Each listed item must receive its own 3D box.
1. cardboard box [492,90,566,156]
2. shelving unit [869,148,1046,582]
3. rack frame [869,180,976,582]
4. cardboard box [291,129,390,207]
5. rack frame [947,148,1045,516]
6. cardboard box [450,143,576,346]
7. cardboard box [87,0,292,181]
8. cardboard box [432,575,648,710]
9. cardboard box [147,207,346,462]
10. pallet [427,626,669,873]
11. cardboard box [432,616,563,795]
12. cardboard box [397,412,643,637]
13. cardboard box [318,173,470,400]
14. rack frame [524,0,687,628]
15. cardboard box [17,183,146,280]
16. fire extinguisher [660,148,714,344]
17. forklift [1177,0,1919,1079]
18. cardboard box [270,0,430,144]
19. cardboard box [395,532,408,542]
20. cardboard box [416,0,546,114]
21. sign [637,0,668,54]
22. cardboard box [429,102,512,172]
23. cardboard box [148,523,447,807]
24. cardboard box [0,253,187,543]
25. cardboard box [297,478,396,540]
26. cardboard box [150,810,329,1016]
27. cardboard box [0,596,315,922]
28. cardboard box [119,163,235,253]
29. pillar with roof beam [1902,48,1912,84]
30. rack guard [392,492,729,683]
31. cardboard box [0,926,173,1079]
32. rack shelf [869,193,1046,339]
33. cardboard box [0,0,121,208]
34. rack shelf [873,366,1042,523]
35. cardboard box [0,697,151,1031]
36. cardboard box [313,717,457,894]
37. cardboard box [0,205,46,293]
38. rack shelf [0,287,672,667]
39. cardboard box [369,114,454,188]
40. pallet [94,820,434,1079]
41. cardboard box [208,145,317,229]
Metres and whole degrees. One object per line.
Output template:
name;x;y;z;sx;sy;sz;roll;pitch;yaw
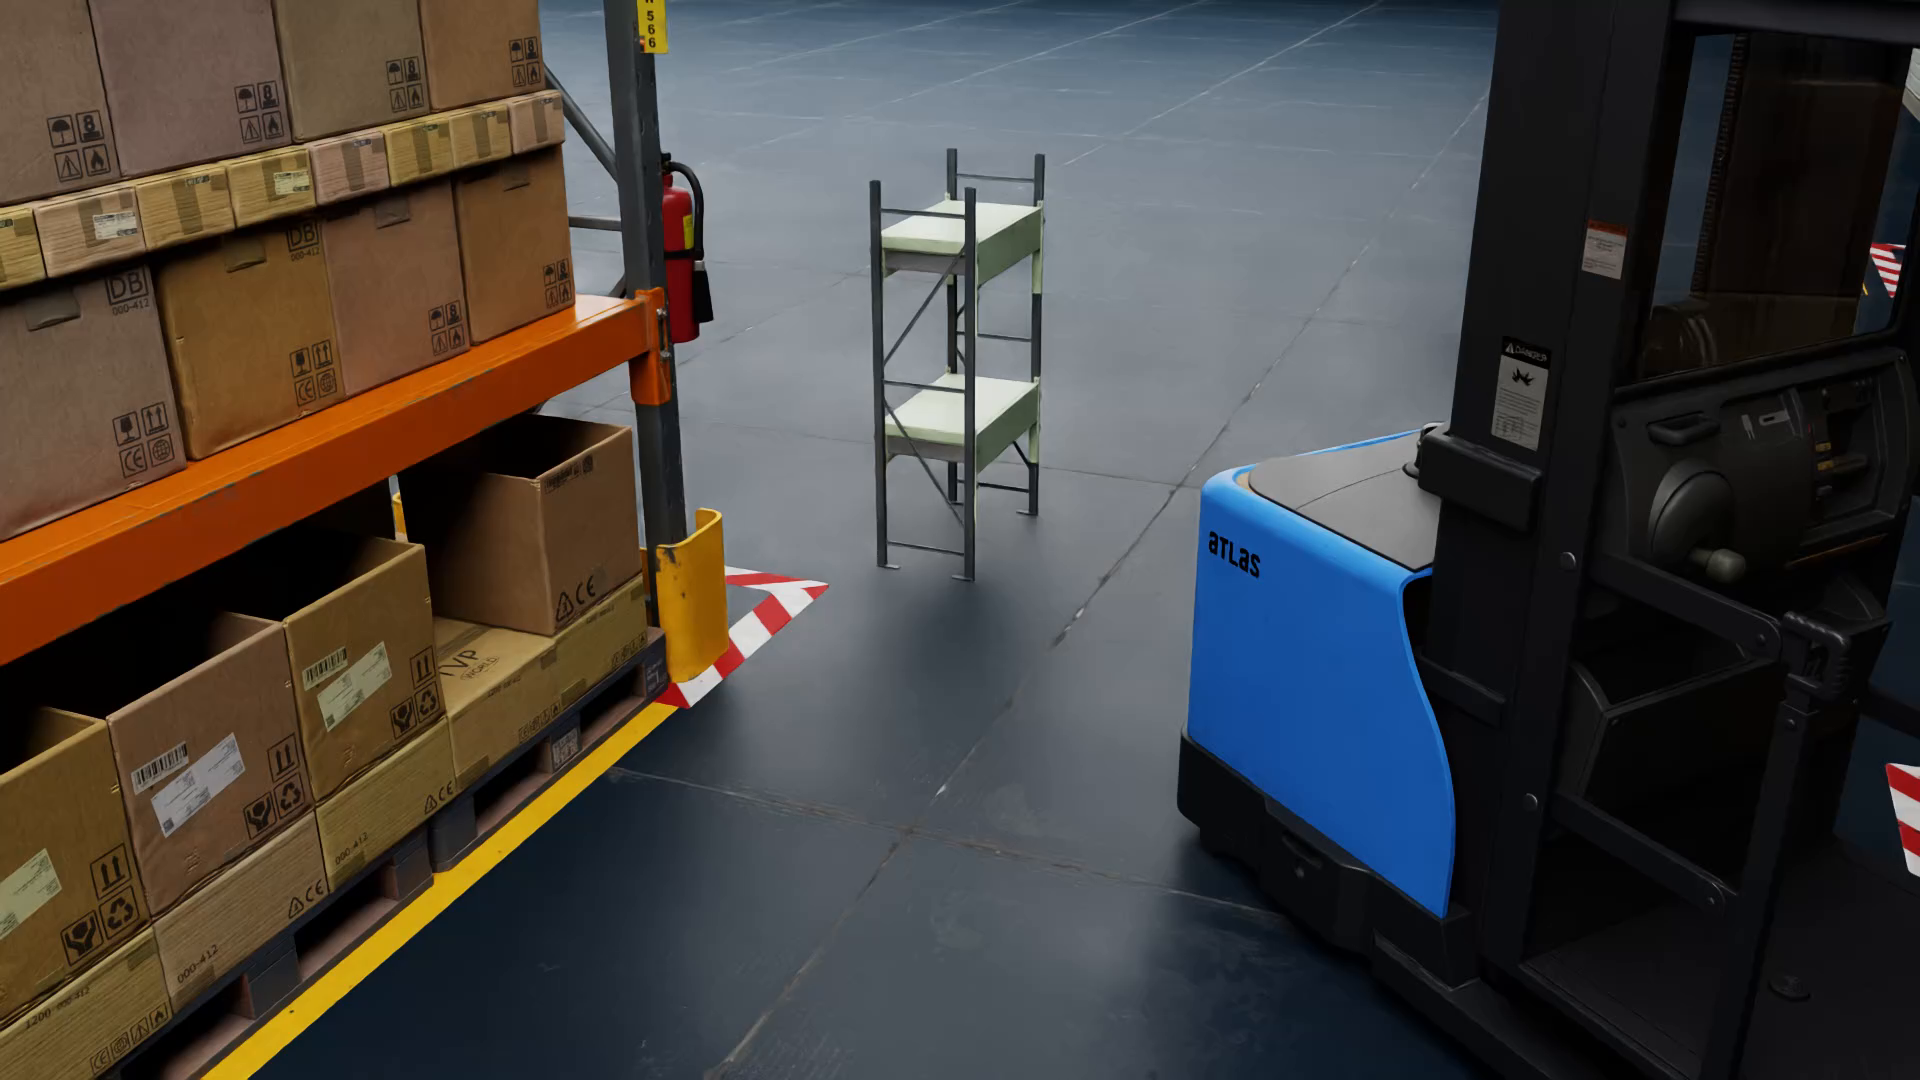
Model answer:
cardboard box;-1.371;-1.213;4.790;0.380;0.149;0.250;8;24;19
shelving unit;0.002;-0.694;6.467;0.431;1.500;0.755;9;24;20
rack frame;-0.133;-0.563;6.153;0.400;1.500;0.023;9;24;20
cardboard box;-1.657;-0.938;4.132;0.380;0.149;0.250;9;24;21
rack frame;0.138;-0.825;6.780;0.400;1.500;0.023;9;24;20
cardboard box;-1.591;-0.912;4.912;0.700;0.500;0.500;9;24;20
cardboard box;-1.988;-1.122;3.733;0.700;0.500;0.500;9;24;20
cardboard box;-1.331;0.278;5.216;0.500;0.250;0.500;9;24;20
cardboard box;-1.972;-0.547;4.038;0.700;0.500;0.500;9;24;20
pallet;-1.651;0.535;5.195;1.003;0.211;1.213;9;24;20
cardboard box;-1.505;0.459;4.783;0.500;0.250;0.500;9;24;20
cardboard box;-1.329;-0.068;5.070;0.500;0.500;0.500;9;24;20
cardboard box;-1.782;-0.724;4.461;0.700;0.500;0.500;9;24;21
rack frame;-1.406;-1.031;5.327;1.000;3.000;0.127;9;24;20
cardboard box;-1.945;-0.657;3.461;0.380;0.149;0.250;8;24;19
fire extinguisher;-0.931;-0.971;5.284;0.296;0.674;0.183;9;24;20
forklift;1.781;-0.133;3.266;1.130;2.935;3.031;-12;26;-27
cardboard box;-1.801;-1.303;4.165;0.700;0.500;0.500;8;24;19
cardboard box;-1.812;0.204;5.393;0.500;0.250;0.500;9;24;20
cardboard box;-1.611;-1.492;4.617;0.700;0.500;0.500;9;24;20
sign;-0.907;-1.592;4.861;0.100;0.325;0.005;9;24;20
cardboard box;-1.467;-1.119;4.566;0.380;0.149;0.250;9;24;21
cardboard box;-1.687;0.292;4.209;0.500;0.500;0.500;9;24;20
cardboard box;-2.164;-0.358;3.585;0.700;0.500;0.500;10;24;22
cardboard box;-1.996;0.037;4.820;0.500;0.500;0.500;9;24;20
cardboard box;-1.877;0.816;3.926;0.500;0.250;0.500;9;24;20
cardboard box;-1.874;0.471;3.781;0.500;0.500;0.500;9;24;20
cardboard box;-1.851;-0.749;3.681;0.380;0.149;0.250;9;24;22
pillar with roof beam;6.427;-9.775;18.477;9.100;9.000;0.400;9;24;20
rack guard;-1.397;0.113;5.830;1.175;0.500;0.348;9;24;20
cardboard box;-2.057;0.996;3.496;0.500;0.250;0.500;9;24;20
rack shelf;0.002;-1.055;6.316;0.431;0.370;0.720;9;24;20
cardboard box;-2.174;-0.943;3.303;0.700;0.500;0.500;9;24;20
rack shelf;0.002;-0.394;6.592;0.431;0.370;0.720;9;24;20
cardboard box;-2.058;0.650;3.352;0.500;0.500;0.500;9;24;20
cardboard box;-1.690;0.638;4.354;0.500;0.250;0.500;9;24;20
cardboard box;-2.040;-0.569;3.248;0.380;0.149;0.250;9;24;20
rack shelf;-2.149;0.016;3.753;1.077;0.370;4.000;9;24;20
cardboard box;-1.562;-1.027;4.347;0.380;0.149;0.250;8;24;19
pallet;-2.106;0.970;4.154;1.003;0.211;1.213;9;24;20
cardboard box;-1.755;-0.844;3.907;0.380;0.149;0.250;10;25;22
